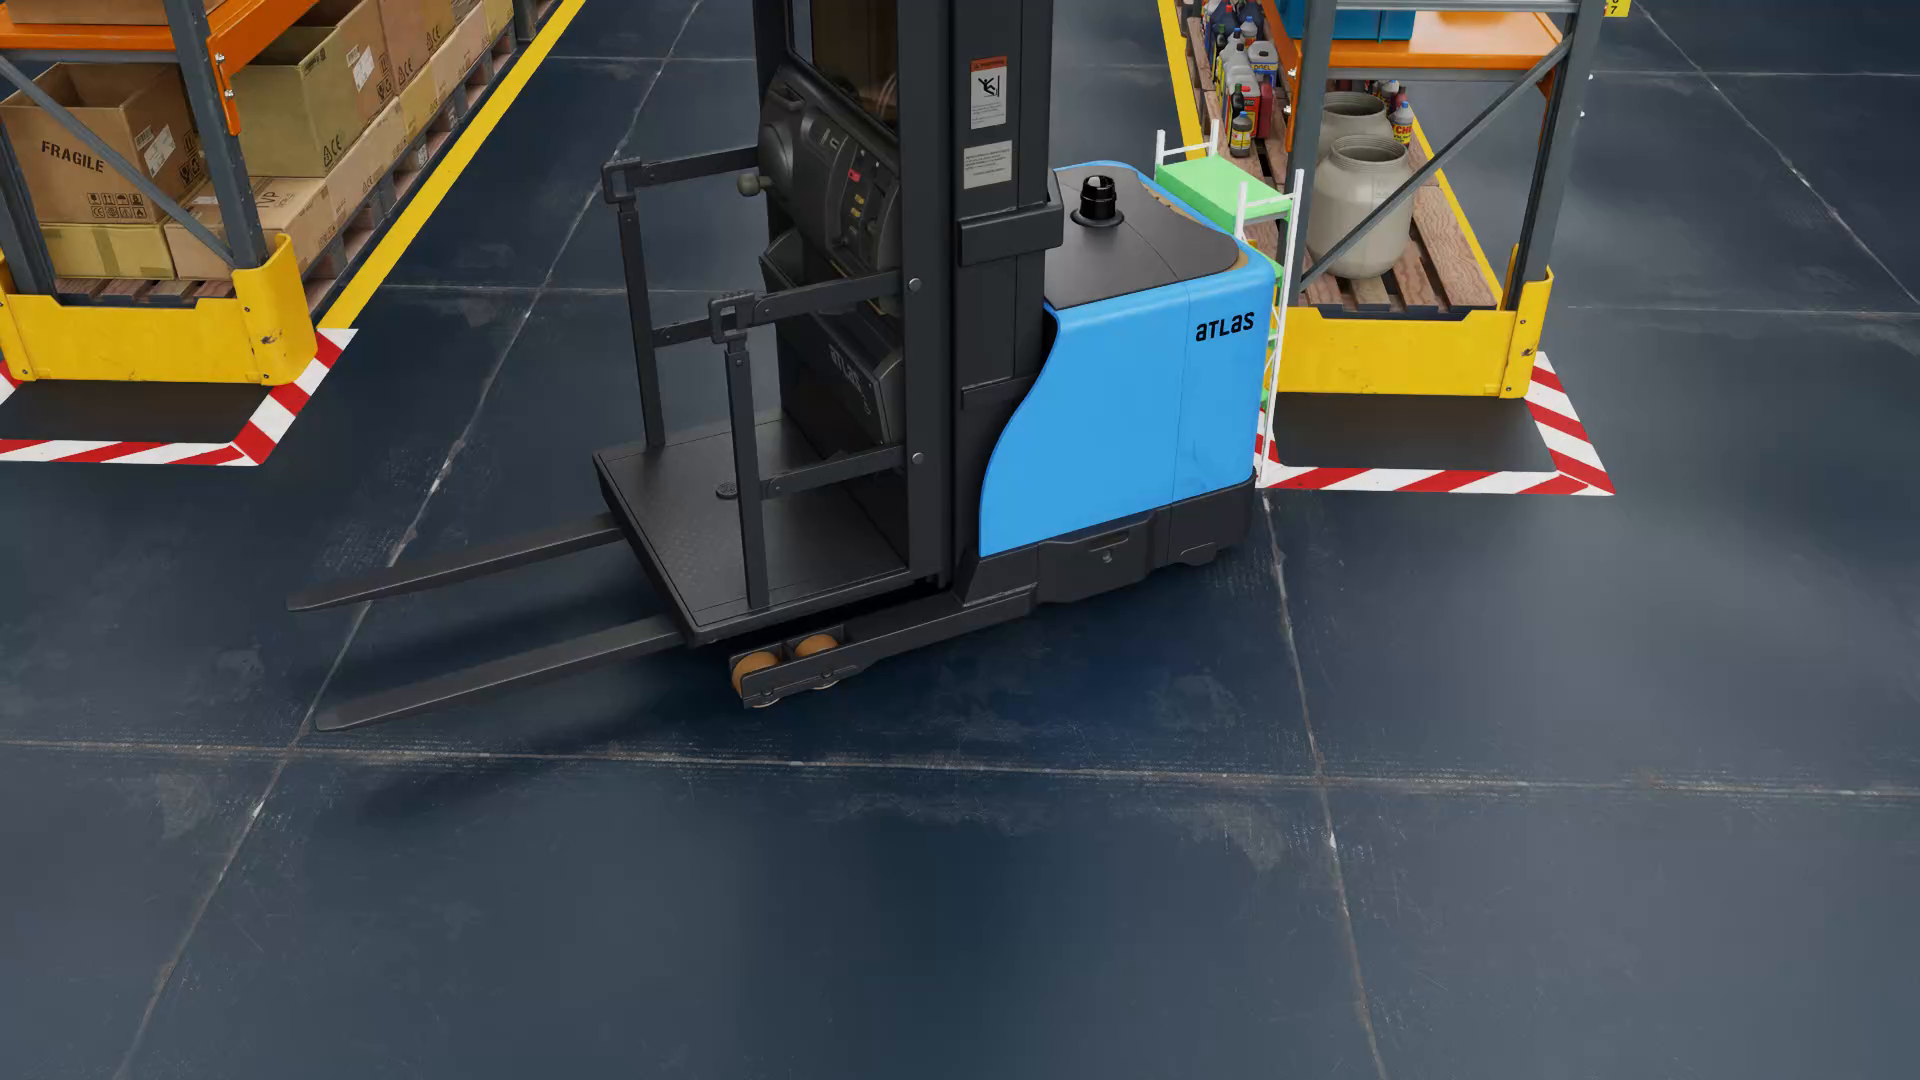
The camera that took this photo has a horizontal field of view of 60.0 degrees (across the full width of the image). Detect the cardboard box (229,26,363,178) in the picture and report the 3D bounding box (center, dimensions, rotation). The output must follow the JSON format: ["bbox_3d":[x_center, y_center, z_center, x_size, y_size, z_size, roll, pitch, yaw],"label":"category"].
[{"bbox_3d":[-2.973,-1.912,7.236,0.500,0.500,0.500,1,35,2],"label":"cardboard box"}]

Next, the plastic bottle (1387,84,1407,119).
[{"bbox_3d":[2.125,-2.084,8.087,0.061,0.283,0.133,2,35,3],"label":"plastic bottle"}]

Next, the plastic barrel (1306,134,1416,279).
[{"bbox_3d":[1.664,-1.385,6.911,0.421,0.512,0.421,0,35,0],"label":"plastic barrel"}]

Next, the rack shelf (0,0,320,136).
[{"bbox_3d":[-3.155,-2.823,7.784,1.077,0.370,4.000,1,35,2],"label":"rack shelf"}]

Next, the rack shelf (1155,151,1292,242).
[{"bbox_3d":[0.889,-1.138,5.603,0.258,0.148,0.480,-16,38,-21],"label":"rack shelf"}]

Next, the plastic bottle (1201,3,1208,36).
[{"bbox_3d":[1.420,-2.954,9.395,0.097,0.201,0.097,0,35,0],"label":"plastic bottle"}]

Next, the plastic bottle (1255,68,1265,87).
[{"bbox_3d":[1.518,-2.294,8.456,0.097,0.201,0.097,0,35,0],"label":"plastic bottle"}]

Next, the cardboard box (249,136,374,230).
[{"bbox_3d":[-2.975,-1.605,7.452,0.500,0.250,0.500,1,35,2],"label":"cardboard box"}]

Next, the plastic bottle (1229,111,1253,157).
[{"bbox_3d":[1.350,-1.952,7.970,0.097,0.201,0.097,0,35,0],"label":"plastic bottle"}]

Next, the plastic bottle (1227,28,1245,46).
[{"bbox_3d":[1.451,-2.566,8.782,0.097,0.271,0.097,0,35,0],"label":"plastic bottle"}]

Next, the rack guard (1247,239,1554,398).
[{"bbox_3d":[1.670,-0.874,6.558,1.175,0.500,0.348,1,35,2],"label":"rack guard"}]

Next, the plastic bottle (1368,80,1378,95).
[{"bbox_3d":[2.124,-2.321,8.434,0.097,0.271,0.097,0,35,0],"label":"plastic bottle"}]

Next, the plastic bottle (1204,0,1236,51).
[{"bbox_3d":[1.438,-2.856,9.191,0.152,0.276,0.135,3,35,4],"label":"plastic bottle"}]

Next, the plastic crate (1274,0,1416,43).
[{"bbox_3d":[1.435,-2.085,6.238,0.499,0.251,0.616,1,35,2],"label":"plastic crate"}]

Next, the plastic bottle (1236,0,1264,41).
[{"bbox_3d":[1.572,-2.788,9.030,0.144,0.351,0.185,1,35,2],"label":"plastic bottle"}]

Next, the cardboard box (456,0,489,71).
[{"bbox_3d":[-2.905,-2.755,9.087,0.500,0.250,0.500,1,35,2],"label":"cardboard box"}]

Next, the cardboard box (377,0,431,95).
[{"bbox_3d":[-2.929,-2.487,8.053,0.500,0.500,0.500,1,35,2],"label":"cardboard box"}]

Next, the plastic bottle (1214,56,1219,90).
[{"bbox_3d":[1.385,-2.460,8.693,0.097,0.201,0.097,0,35,0],"label":"plastic bottle"}]

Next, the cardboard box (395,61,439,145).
[{"bbox_3d":[-2.930,-2.180,8.269,0.500,0.250,0.500,1,35,2],"label":"cardboard box"}]

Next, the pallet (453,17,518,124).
[{"bbox_3d":[-3.148,-2.670,9.365,1.003,0.211,1.213,1,35,2],"label":"pallet"}]

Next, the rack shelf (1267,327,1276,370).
[{"bbox_3d":[0.889,-0.746,5.879,0.258,0.148,0.480,-16,38,-21],"label":"rack shelf"}]

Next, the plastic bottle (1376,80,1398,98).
[{"bbox_3d":[2.116,-2.204,8.268,0.097,0.271,0.097,0,35,0],"label":"plastic bottle"}]

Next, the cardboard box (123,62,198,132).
[{"bbox_3d":[-3.486,-2.212,7.662,0.500,0.500,0.500,1,35,2],"label":"cardboard box"}]

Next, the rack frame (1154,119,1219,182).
[{"bbox_3d":[0.780,-0.924,6.021,0.240,1.200,0.015,-16,38,-21],"label":"rack frame"}]

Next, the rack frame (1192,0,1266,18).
[{"bbox_3d":[1.875,-4.150,9.046,1.000,3.000,0.127,1,35,2],"label":"rack frame"}]

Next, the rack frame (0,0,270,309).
[{"bbox_3d":[-3.235,-1.968,5.942,1.000,3.000,0.127,1,35,2],"label":"rack frame"}]

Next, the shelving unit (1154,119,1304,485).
[{"bbox_3d":[0.889,-0.798,5.842,0.258,1.200,0.503,-16,38,-21],"label":"shelving unit"}]

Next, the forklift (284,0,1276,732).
[{"bbox_3d":[-0.567,-1.041,4.682,3.031,2.935,1.130,-16,38,-21],"label":"forklift"}]

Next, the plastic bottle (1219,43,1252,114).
[{"bbox_3d":[1.395,-2.332,8.381,0.144,0.351,0.185,3,35,4],"label":"plastic bottle"}]

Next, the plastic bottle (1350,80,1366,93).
[{"bbox_3d":[2.105,-2.450,8.613,0.152,0.276,0.135,2,35,3],"label":"plastic bottle"}]

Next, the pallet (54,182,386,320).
[{"bbox_3d":[-3.246,-1.268,7.370,1.003,0.211,1.213,1,35,2],"label":"pallet"}]

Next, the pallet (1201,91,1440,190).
[{"bbox_3d":[1.760,-1.921,8.300,1.003,0.211,1.213,1,35,2],"label":"pallet"}]

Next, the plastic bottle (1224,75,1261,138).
[{"bbox_3d":[1.387,-2.127,8.154,0.152,0.276,0.135,2,35,2],"label":"plastic bottle"}]

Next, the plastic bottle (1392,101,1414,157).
[{"bbox_3d":[2.098,-1.950,7.906,0.097,0.271,0.097,0,35,0],"label":"plastic bottle"}]

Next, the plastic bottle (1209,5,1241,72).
[{"bbox_3d":[1.420,-2.683,8.881,0.144,0.351,0.185,0,35,0],"label":"plastic bottle"}]

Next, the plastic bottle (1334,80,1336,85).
[{"bbox_3d":[2.013,-2.534,8.726,0.061,0.283,0.133,1,35,2],"label":"plastic bottle"}]

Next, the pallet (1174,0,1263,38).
[{"bbox_3d":[1.867,-3.461,10.491,1.003,0.211,1.213,1,35,2],"label":"pallet"}]

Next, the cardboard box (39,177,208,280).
[{"bbox_3d":[-3.509,-1.330,7.060,0.500,0.250,0.500,1,35,2],"label":"cardboard box"}]

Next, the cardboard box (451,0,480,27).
[{"bbox_3d":[-2.907,-3.062,8.871,0.500,0.500,0.500,1,35,2],"label":"cardboard box"}]
